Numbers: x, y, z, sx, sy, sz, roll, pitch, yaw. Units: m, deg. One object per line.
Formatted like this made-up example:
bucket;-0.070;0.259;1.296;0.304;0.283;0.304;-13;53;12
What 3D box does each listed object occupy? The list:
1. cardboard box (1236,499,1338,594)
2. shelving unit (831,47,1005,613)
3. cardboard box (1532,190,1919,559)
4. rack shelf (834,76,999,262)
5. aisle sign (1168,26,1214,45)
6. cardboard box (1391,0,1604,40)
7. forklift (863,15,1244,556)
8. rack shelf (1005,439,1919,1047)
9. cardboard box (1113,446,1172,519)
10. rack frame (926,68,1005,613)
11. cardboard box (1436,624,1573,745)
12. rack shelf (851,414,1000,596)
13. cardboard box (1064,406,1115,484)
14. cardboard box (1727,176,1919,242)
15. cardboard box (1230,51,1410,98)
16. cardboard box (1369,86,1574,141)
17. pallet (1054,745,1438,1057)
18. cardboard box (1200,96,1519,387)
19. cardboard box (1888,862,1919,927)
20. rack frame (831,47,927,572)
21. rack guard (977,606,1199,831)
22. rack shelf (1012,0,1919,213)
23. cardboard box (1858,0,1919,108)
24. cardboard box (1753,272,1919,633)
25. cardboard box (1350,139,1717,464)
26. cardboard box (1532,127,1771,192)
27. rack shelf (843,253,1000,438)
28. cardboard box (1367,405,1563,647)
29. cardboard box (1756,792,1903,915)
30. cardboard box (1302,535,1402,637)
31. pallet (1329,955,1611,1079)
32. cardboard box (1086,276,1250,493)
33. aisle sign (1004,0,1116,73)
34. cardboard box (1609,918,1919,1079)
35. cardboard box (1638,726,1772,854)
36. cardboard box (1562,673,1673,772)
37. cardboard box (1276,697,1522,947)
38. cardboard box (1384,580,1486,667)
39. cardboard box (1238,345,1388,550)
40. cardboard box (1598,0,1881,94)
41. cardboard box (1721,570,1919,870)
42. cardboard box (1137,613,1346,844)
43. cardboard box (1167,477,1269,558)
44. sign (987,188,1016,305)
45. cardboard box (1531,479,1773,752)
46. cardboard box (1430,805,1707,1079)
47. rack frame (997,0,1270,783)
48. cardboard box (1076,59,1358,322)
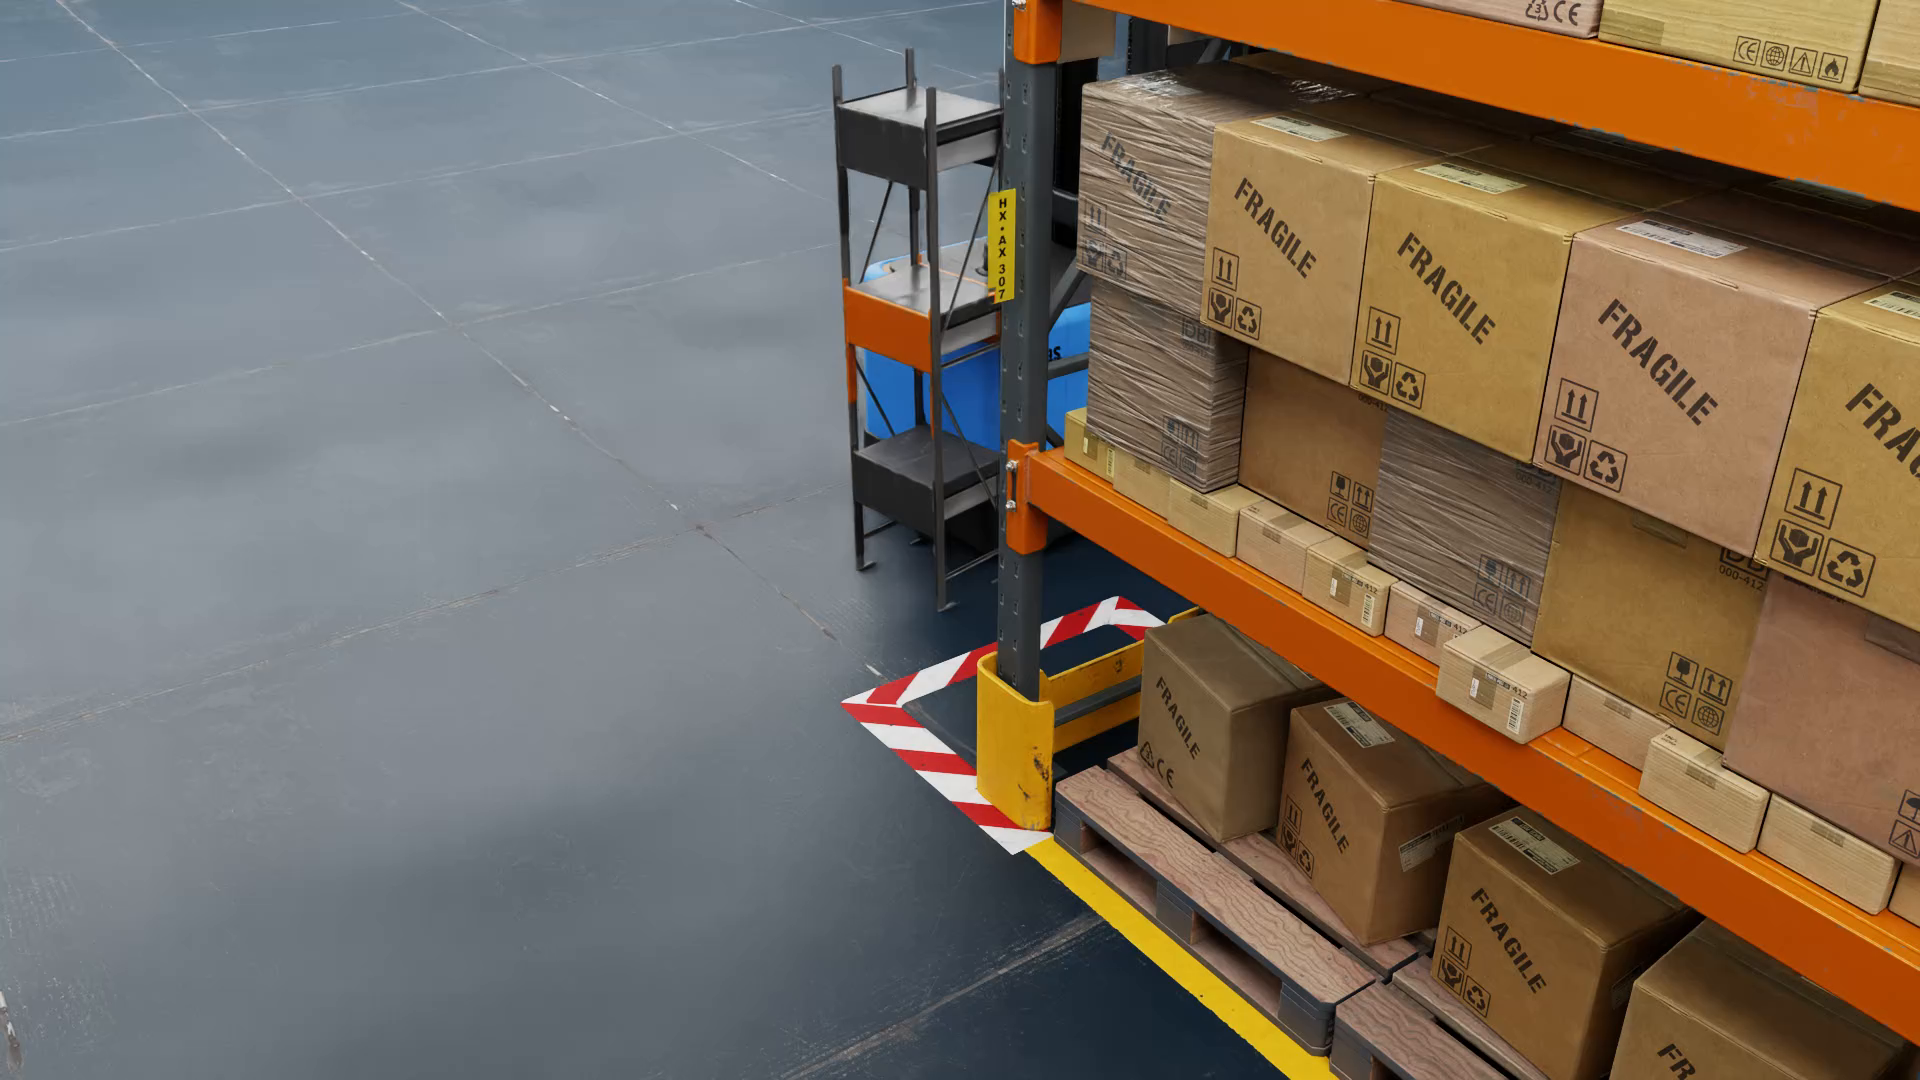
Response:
cardboard box;0.958;-0.022;4.410;0.380;0.149;0.250;-19;34;-31
shelving unit;-0.132;-0.777;6.472;0.503;2.100;0.431;25;38;38
cardboard box;1.530;-0.346;3.280;0.500;0.500;0.500;-19;34;-31
rack shelf;-0.140;-1.379;6.141;0.480;0.518;0.431;25;38;38
aisle sign;0.771;-1.854;4.796;0.394;0.787;0.004;-19;34;-31
cardboard box;1.220;-1.205;3.340;0.500;0.250;0.500;-19;34;-31
forklift;1.047;-1.770;7.438;3.031;2.935;1.130;-20;34;-32
rack shelf;1.723;0.490;3.959;1.077;0.370;4.000;-19;34;-31
cardboard box;0.663;-0.214;4.765;0.380;0.149;0.250;-19;34;-31
rack frame;0.041;-0.696;6.320;0.015;2.100;0.400;25;38;38
cardboard box;1.325;0.293;3.830;0.380;0.149;0.250;-19;34;-31
rack shelf;-0.123;-0.152;6.816;0.480;0.518;0.431;25;38;38
cardboard box;0.534;-0.317;4.954;0.380;0.149;0.250;-19;34;-31
cardboard box;1.949;-0.488;3.542;0.500;0.500;0.500;-19;34;-31
cardboard box;1.083;-1.073;4.618;0.500;0.500;0.500;-19;34;-31
cardboard box;1.378;-0.880;4.263;0.500;0.500;0.500;-19;34;-31
pallet;1.049;0.977;5.231;1.003;0.211;1.213;-19;34;-31
cardboard box;0.944;-0.732;3.992;0.500;0.500;0.500;-19;34;-31
cardboard box;2.012;0.646;3.182;0.380;0.149;0.250;-19;34;-31
rack frame;-0.305;-0.858;6.624;0.015;2.100;0.400;25;38;38
rack guard;0.607;0.524;5.761;1.175;0.500;0.348;-19;34;-31
rack shelf;1.723;-0.829;3.243;1.077;0.370;4.000;-19;34;-31
cardboard box;1.812;-0.809;2.610;0.500;0.250;0.500;-19;34;-31
cardboard box;1.818;-0.150;2.920;0.500;0.500;0.500;-19;34;-31
cardboard box;1.235;-0.538;3.634;0.500;0.500;0.500;-19;34;-31
cardboard box;1.666;-0.685;3.904;0.500;0.500;0.500;-19;34;-31
rack shelf;-0.131;-0.765;6.479;0.480;0.518;0.431;25;38;38
cardboard box;1.502;-0.190;4.040;0.875;0.500;0.500;-19;34;-31
cardboard box;1.834;0.560;3.340;0.380;0.149;0.250;-19;34;-31
cardboard box;1.097;0.078;4.227;0.380;0.149;0.250;-19;34;-31
pallet;1.753;1.450;4.358;1.003;0.211;1.213;-19;34;-31
cardboard box;0.860;-0.557;4.717;0.875;0.500;0.500;-19;34;-31
aisle sign;0.283;-1.687;4.490;0.394;0.787;0.004;-19;34;-31
cardboard box;1.921;1.258;3.969;0.500;0.500;0.500;-22;36;-35
cardboard box;1.661;0.472;3.501;0.380;0.149;0.250;-19;34;-31
cardboard box;1.578;0.354;3.719;0.380;0.149;0.250;-19;34;-31
cardboard box;1.286;0.780;4.850;0.500;0.500;0.500;-10;30;-18
cardboard box;1.265;0.167;4.062;0.380;0.149;0.250;-19;34;-31
cardboard box;1.247;-0.396;4.420;0.875;0.500;0.500;-19;34;-31
cardboard box;1.526;-1.004;2.970;0.500;0.250;0.500;-18;33;-29
cardboard box;2.039;0.214;3.297;0.875;0.500;0.500;-19;34;-31
cardboard box;0.911;0.557;5.260;0.500;0.500;0.500;-12;31;-22
cardboard box;0.796;-0.113;4.578;0.380;0.149;0.250;-19;34;-31
sign;0.121;-0.834;4.736;0.100;0.325;0.005;-19;34;-31
cardboard box;1.783;0.008;3.676;0.875;0.500;0.500;-19;34;-31
cardboard box;1.634;1.029;4.392;0.500;0.500;0.500;-15;32;-26
rack frame;0.563;-0.604;5.219;1.000;3.000;0.127;-19;34;-31
cardboard box;0.660;-0.929;4.353;0.500;0.500;0.500;-19;34;-31
